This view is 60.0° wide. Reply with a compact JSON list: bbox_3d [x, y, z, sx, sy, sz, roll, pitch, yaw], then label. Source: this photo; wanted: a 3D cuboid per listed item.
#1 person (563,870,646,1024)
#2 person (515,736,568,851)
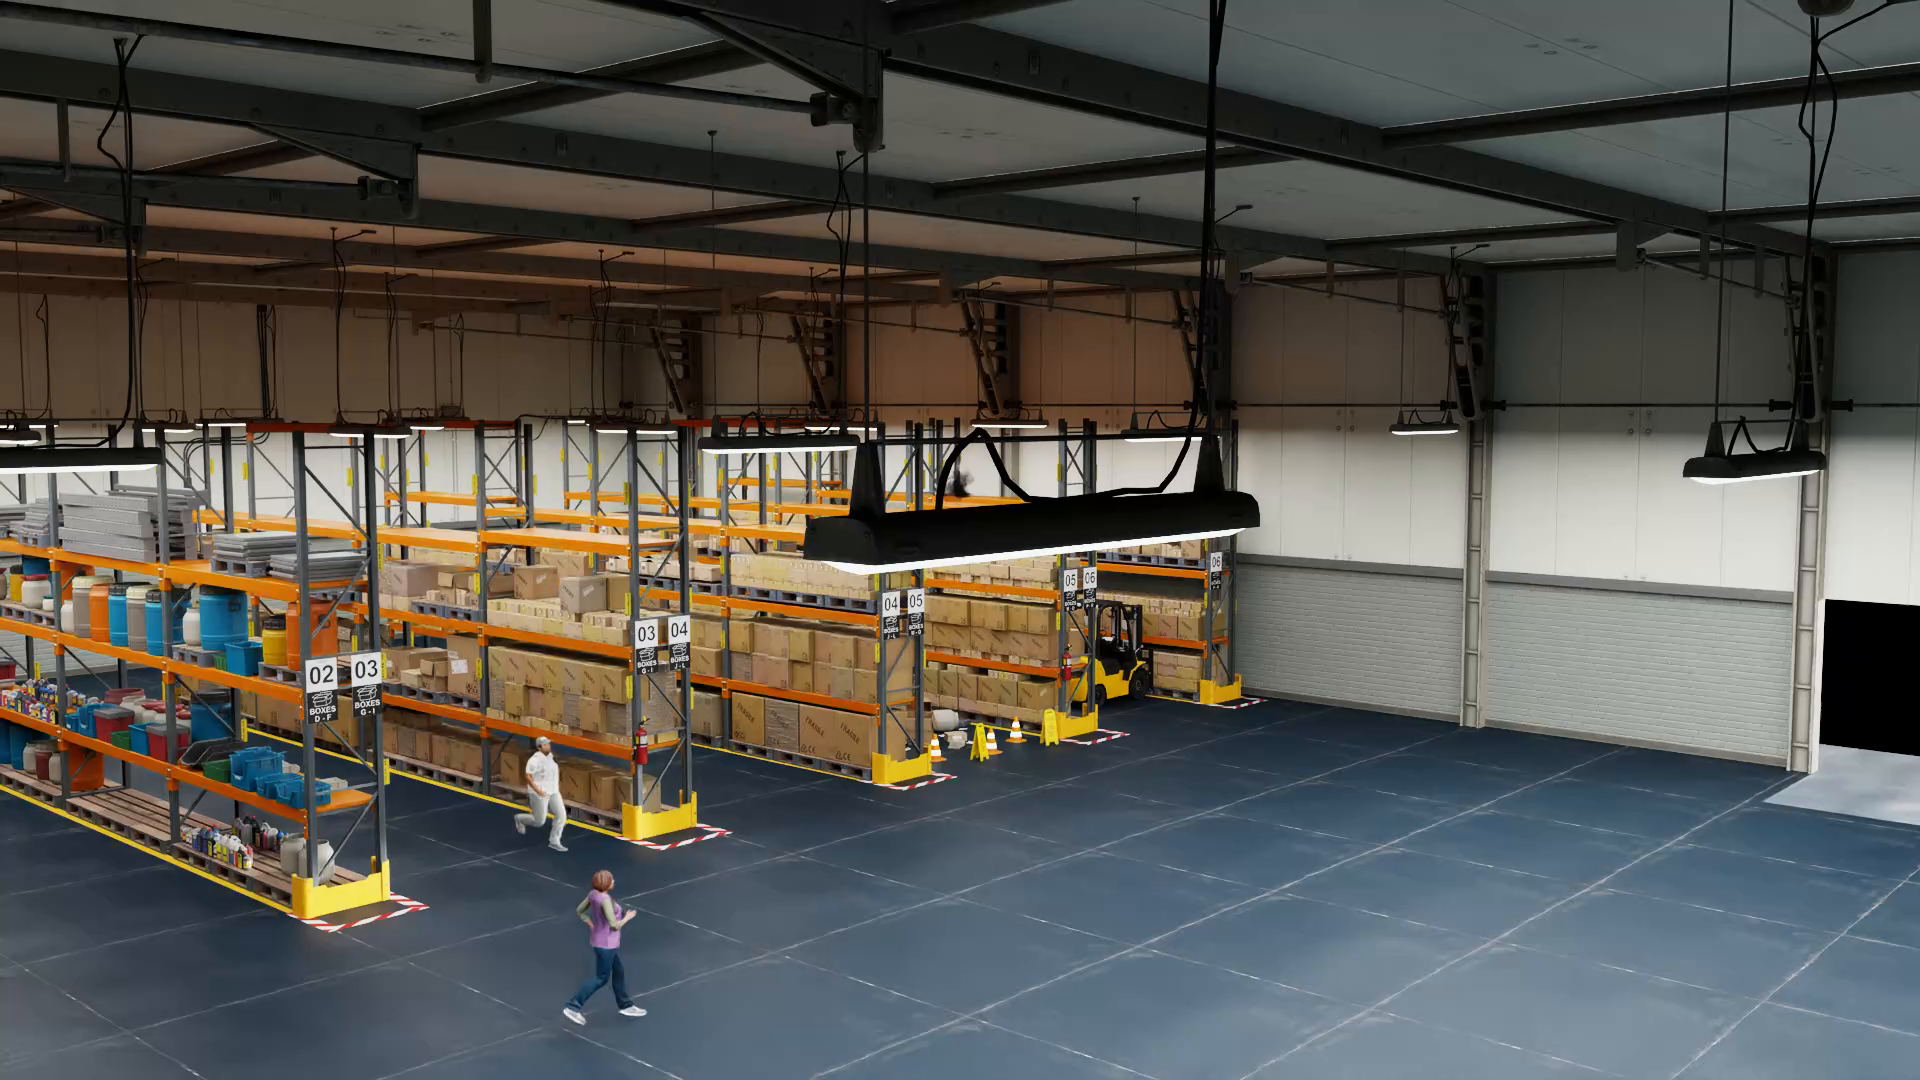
[{"bbox_3d":[-3.617,4.129,16.887,0.887,1.592,0.526,-2,5,-27],"label":"person"},{"bbox_3d":[-5.958,3.607,23.704,0.806,1.642,0.606,3,5,28],"label":"person"}]
